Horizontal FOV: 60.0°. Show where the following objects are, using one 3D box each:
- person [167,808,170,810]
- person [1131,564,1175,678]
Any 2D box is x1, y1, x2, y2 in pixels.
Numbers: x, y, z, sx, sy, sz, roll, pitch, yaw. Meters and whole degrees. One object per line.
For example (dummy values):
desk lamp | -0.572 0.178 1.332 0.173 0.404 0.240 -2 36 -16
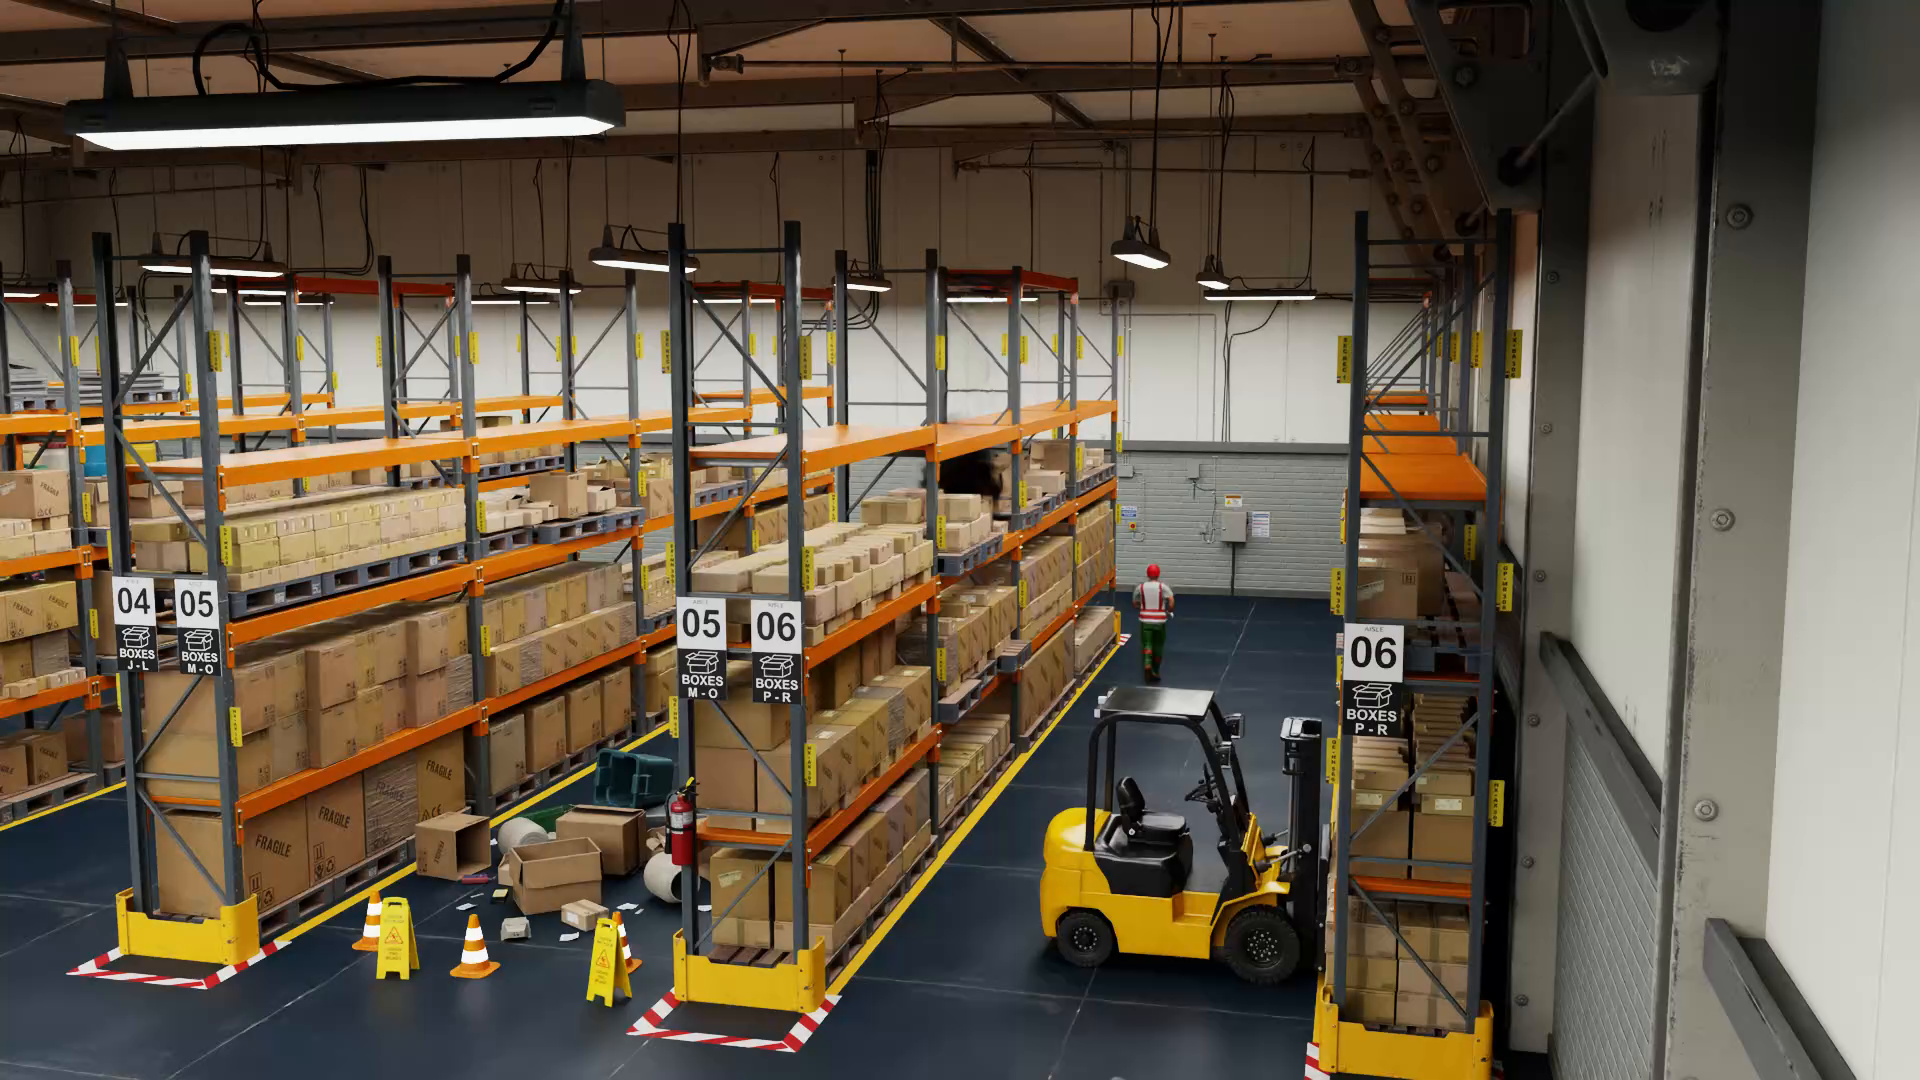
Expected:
person | -7.732 2.350 16.500 0.579 1.629 0.643 0 7 2
person | 2.888 1.248 24.874 0.656 1.792 0.981 1 7 10
